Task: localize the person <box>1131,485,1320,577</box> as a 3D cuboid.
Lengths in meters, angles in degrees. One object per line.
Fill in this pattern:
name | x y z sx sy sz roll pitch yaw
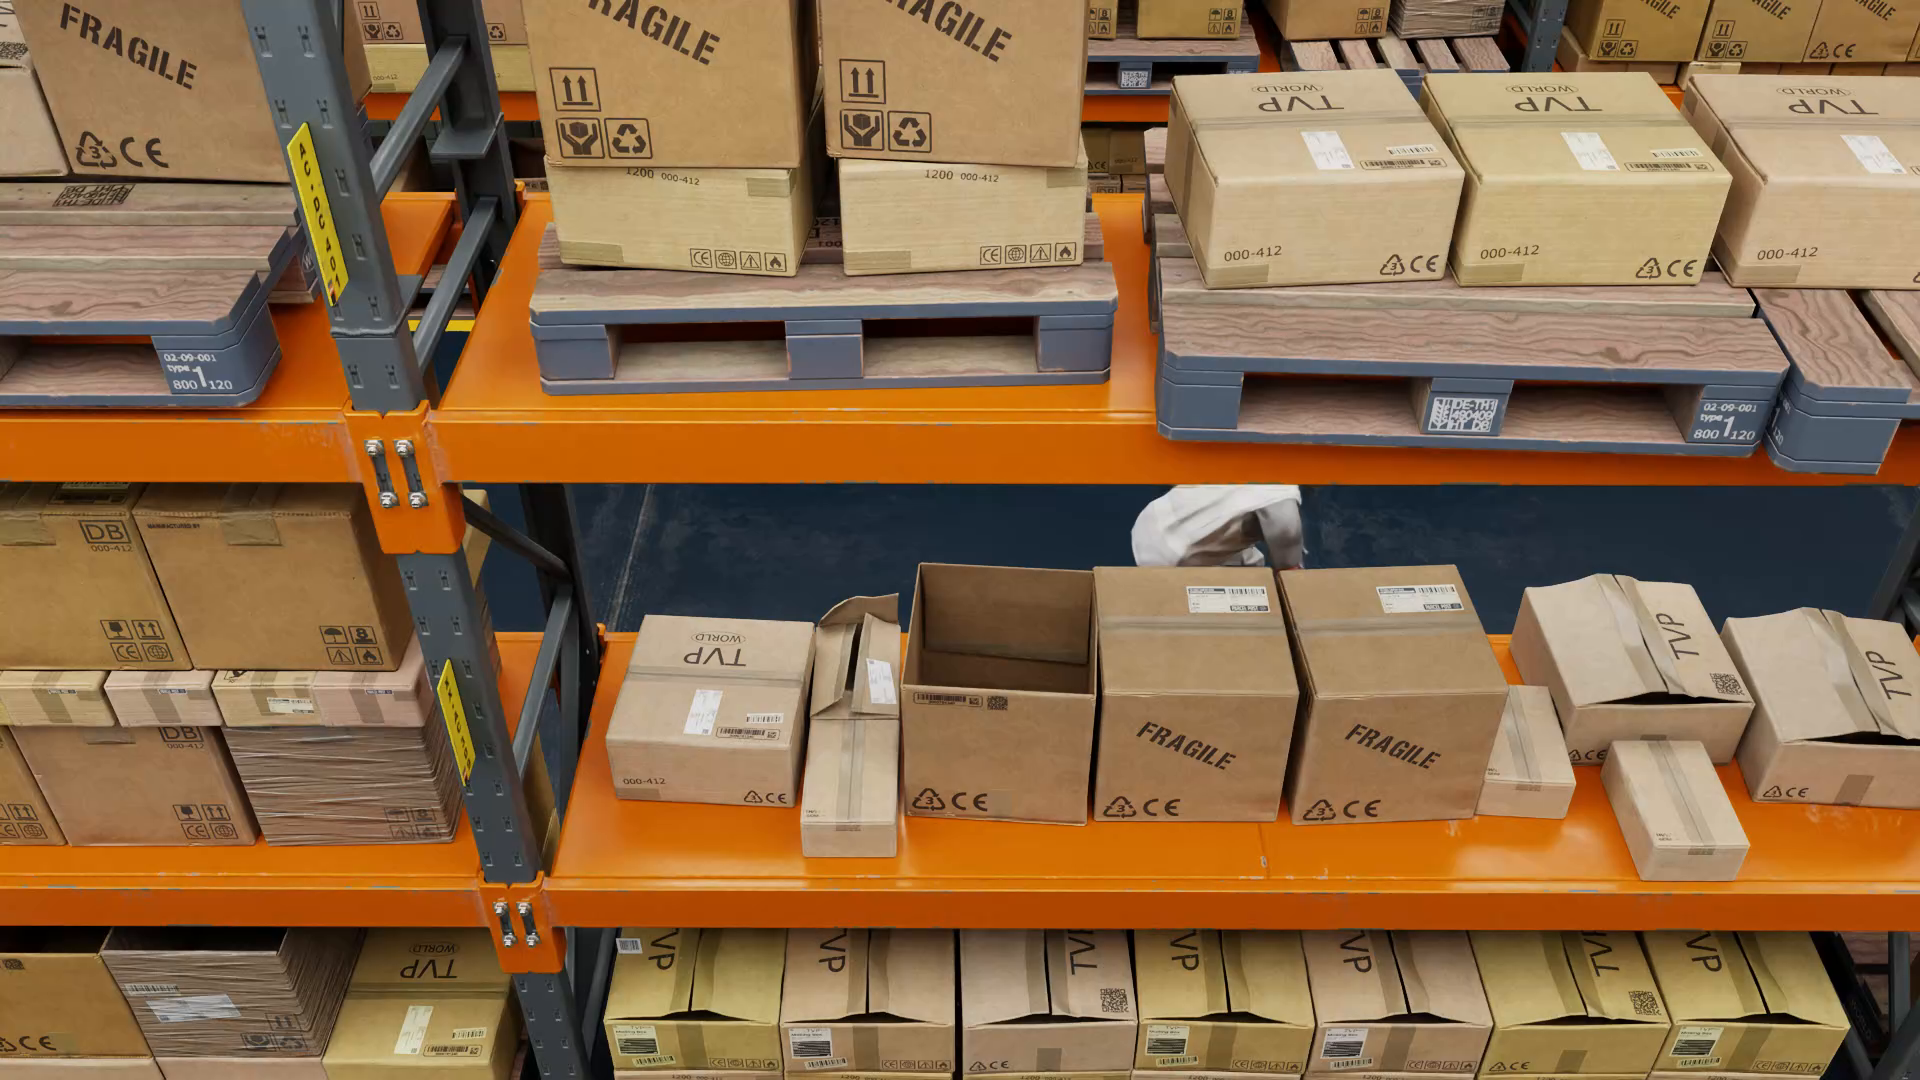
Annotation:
person | 1.086 0.055 6.526 0.839 1.212 0.581 0 39 0
